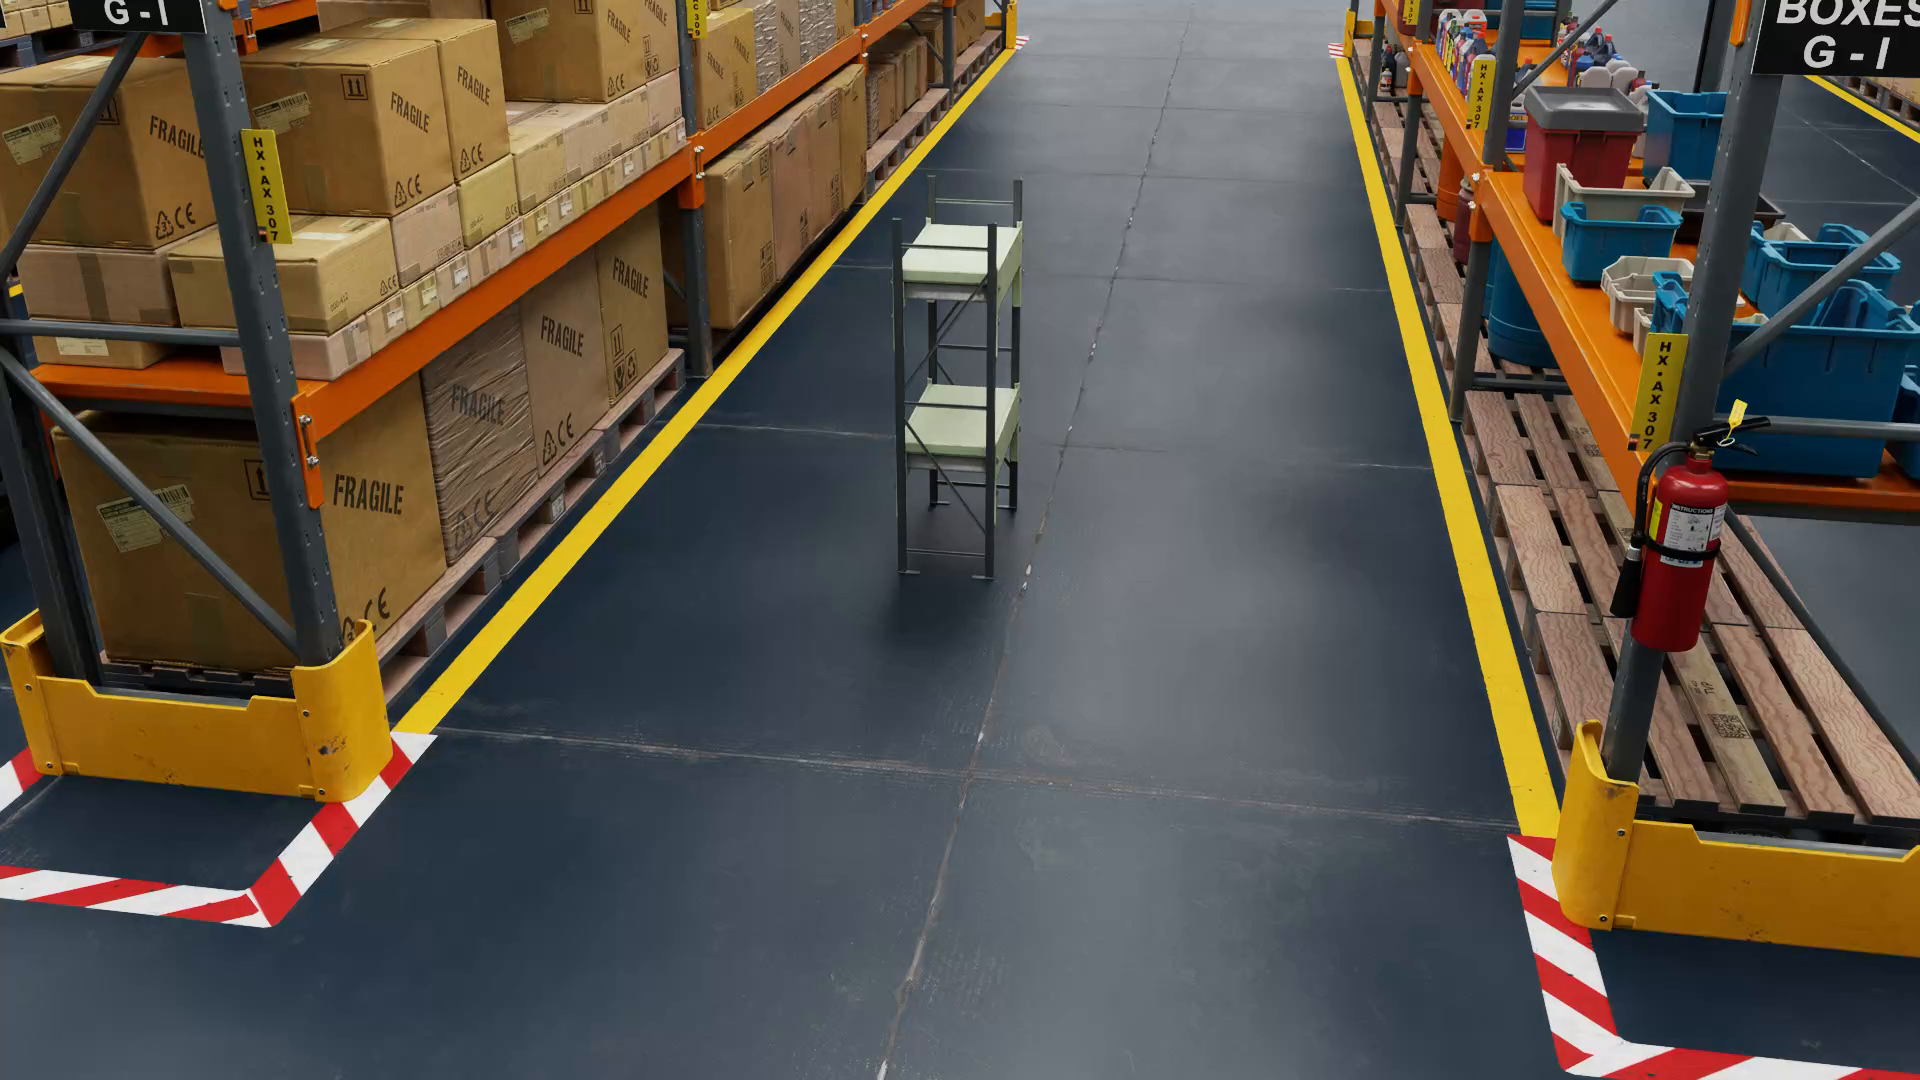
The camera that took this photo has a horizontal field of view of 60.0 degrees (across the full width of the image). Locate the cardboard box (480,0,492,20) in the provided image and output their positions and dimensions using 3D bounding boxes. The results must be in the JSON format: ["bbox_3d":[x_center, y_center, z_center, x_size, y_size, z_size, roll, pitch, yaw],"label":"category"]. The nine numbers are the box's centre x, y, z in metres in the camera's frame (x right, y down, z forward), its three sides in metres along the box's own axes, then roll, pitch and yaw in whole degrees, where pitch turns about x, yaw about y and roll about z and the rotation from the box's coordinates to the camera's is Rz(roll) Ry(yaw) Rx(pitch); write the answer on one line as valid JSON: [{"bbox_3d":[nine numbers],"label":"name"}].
[{"bbox_3d":[-2.289,-2.310,7.589,0.500,0.500,0.500,4,25,9],"label":"cardboard box"}]

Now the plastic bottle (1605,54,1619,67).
[{"bbox_3d":[3.719,-2.629,9.480,0.097,0.271,0.097,0,25,0],"label":"plastic bottle"}]

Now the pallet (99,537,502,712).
[{"bbox_3d":[-2.470,0.304,6.351,1.003,0.211,1.213,4,25,9],"label":"pallet"}]

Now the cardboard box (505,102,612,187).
[{"bbox_3d":[-1.849,-1.726,7.224,0.500,0.250,0.500,5,25,10],"label":"cardboard box"}]

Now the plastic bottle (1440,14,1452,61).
[{"bbox_3d":[3.182,-3.276,10.848,0.061,0.283,0.133,4,25,9],"label":"plastic bottle"}]

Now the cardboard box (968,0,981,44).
[{"bbox_3d":[-0.091,-5.856,18.676,0.500,0.500,0.500,11,27,22],"label":"cardboard box"}]

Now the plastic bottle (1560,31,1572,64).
[{"bbox_3d":[3.950,-3.189,10.760,0.097,0.201,0.097,0,25,0],"label":"plastic bottle"}]

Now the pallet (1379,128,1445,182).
[{"bbox_3d":[4.037,-3.189,13.813,1.003,0.211,1.213,4,25,9],"label":"pallet"}]

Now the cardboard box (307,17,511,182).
[{"bbox_3d":[-2.019,-1.634,6.143,0.500,0.500,0.500,3,25,7],"label":"cardboard box"}]

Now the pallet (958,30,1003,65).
[{"bbox_3d":[-0.089,-5.679,19.133,1.003,0.211,1.213,4,25,9],"label":"pallet"}]

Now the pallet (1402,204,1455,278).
[{"bbox_3d":[3.582,-2.026,11.329,1.003,0.211,1.213,4,25,9],"label":"pallet"}]

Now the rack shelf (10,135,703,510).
[{"bbox_3d":[-2.197,-1.130,6.973,1.077,0.370,4.000,4,25,9],"label":"rack shelf"}]

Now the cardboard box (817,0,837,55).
[{"bbox_3d":[-1.140,-3.578,11.239,0.500,0.500,0.500,4,25,8],"label":"cardboard box"}]

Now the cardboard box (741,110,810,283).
[{"bbox_3d":[-1.640,-2.163,10.343,1.225,0.875,0.875,3,25,7],"label":"cardboard box"}]

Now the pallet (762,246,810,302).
[{"bbox_3d":[-1.621,-1.869,10.993,1.003,0.211,1.213,4,25,9],"label":"pallet"}]

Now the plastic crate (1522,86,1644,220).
[{"bbox_3d":[2.623,-1.649,7.088,0.402,0.464,0.583,4,25,9],"label":"plastic crate"}]

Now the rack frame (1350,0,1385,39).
[{"bbox_3d":[4.977,-6.967,18.597,1.000,3.000,0.127,4,25,9],"label":"rack frame"}]

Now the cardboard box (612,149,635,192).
[{"bbox_3d":[-1.723,-1.705,7.651,0.380,0.149,0.250,4,25,9],"label":"cardboard box"}]

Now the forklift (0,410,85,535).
[{"bbox_3d":[-4.643,-1.362,6.702,1.130,2.935,3.031,3,25,7],"label":"forklift"}]

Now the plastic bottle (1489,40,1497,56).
[{"bbox_3d":[3.196,-2.840,9.837,0.144,0.351,0.185,4,25,9],"label":"plastic bottle"}]

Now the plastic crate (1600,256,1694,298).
[{"bbox_3d":[2.430,-0.901,5.876,0.298,0.136,0.250,4,25,9],"label":"plastic crate"}]

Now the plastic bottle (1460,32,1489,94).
[{"bbox_3d":[3.024,-2.794,9.739,0.144,0.351,0.185,4,25,9],"label":"plastic bottle"}]

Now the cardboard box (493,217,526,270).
[{"bbox_3d":[-1.933,-1.169,6.505,0.380,0.149,0.250,4,25,8],"label":"cardboard box"}]

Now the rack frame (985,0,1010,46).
[{"bbox_3d":[0.091,-7.311,19.330,1.000,3.000,0.127,4,25,9],"label":"rack frame"}]

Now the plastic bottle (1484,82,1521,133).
[{"bbox_3d":[2.821,-2.233,8.628,0.152,0.276,0.135,4,25,9],"label":"plastic bottle"}]

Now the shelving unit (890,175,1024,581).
[{"bbox_3d":[0.001,-0.682,6.938,0.431,1.500,0.755,4,25,9],"label":"shelving unit"}]

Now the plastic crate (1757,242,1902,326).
[{"bbox_3d":[2.943,-0.858,5.672,0.416,0.233,0.300,4,25,9],"label":"plastic crate"}]

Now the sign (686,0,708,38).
[{"bbox_3d":[-1.322,-2.682,8.327,0.100,0.325,0.005,4,25,9],"label":"sign"}]

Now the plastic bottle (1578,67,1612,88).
[{"bbox_3d":[3.469,-2.457,9.108,0.152,0.276,0.135,4,25,9],"label":"plastic bottle"}]

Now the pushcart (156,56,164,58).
[{"bbox_3d":[-8.082,-5.000,17.486,1.648,0.377,0.936,-5,25,-10],"label":"pushcart"}]

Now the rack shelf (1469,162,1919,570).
[{"bbox_3d":[2.689,-0.786,6.240,1.077,0.370,4.000,4,25,9],"label":"rack shelf"}]

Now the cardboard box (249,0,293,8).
[{"bbox_3d":[-5.753,-4.565,13.346,0.500,0.500,0.500,4,25,9],"label":"cardboard box"}]

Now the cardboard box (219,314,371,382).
[{"bbox_3d":[-2.140,-0.631,5.356,0.380,0.149,0.250,4,25,9],"label":"cardboard box"}]

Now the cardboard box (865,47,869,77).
[{"bbox_3d":[-1.060,-3.876,13.538,0.500,0.250,0.500,7,26,14],"label":"cardboard box"}]

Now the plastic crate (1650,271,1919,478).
[{"bbox_3d":[2.233,-0.472,4.607,0.616,0.435,0.499,4,25,9],"label":"plastic crate"}]

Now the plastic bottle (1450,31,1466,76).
[{"bbox_3d":[3.099,-3.012,10.299,0.097,0.271,0.097,0,25,0],"label":"plastic bottle"}]

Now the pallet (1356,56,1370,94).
[{"bbox_3d":[4.672,-4.821,17.301,1.003,0.211,1.213,4,25,9],"label":"pallet"}]

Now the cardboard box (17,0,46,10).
[{"bbox_3d":[-6.063,-3.460,10.554,0.380,0.149,0.250,5,26,11],"label":"cardboard box"}]

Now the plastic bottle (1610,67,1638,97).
[{"bbox_3d":[3.619,-2.447,9.086,0.152,0.276,0.135,4,25,9],"label":"plastic bottle"}]

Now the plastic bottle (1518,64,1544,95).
[{"bbox_3d":[2.986,-2.323,8.734,0.144,0.351,0.185,4,25,9],"label":"plastic bottle"}]

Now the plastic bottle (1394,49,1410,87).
[{"bbox_3d":[4.287,-4.573,16.088,0.144,0.351,0.185,4,25,9],"label":"plastic bottle"}]

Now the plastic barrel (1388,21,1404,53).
[{"bbox_3d":[4.863,-5.541,17.988,0.421,0.512,0.421,0,25,0],"label":"plastic barrel"}]

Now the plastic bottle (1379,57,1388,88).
[{"bbox_3d":[4.077,-4.488,15.984,0.061,0.283,0.133,5,26,11],"label":"plastic bottle"}]

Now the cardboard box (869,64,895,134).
[{"bbox_3d":[-0.963,-3.784,14.225,0.700,0.500,0.500,6,26,13],"label":"cardboard box"}]

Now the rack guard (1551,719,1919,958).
[{"bbox_3d":[2.371,0.867,4.807,1.175,0.500,0.348,4,25,9],"label":"rack guard"}]

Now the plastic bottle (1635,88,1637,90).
[{"bbox_3d":[3.605,-2.307,8.875,0.097,0.201,0.097,0,25,0],"label":"plastic bottle"}]

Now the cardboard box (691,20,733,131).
[{"bbox_3d":[-1.548,-2.512,8.961,0.500,0.500,0.500,4,25,9],"label":"cardboard box"}]

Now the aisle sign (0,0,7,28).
[{"bbox_3d":[-2.832,-1.787,4.463,0.394,0.787,0.004,4,25,9],"label":"aisle sign"}]
